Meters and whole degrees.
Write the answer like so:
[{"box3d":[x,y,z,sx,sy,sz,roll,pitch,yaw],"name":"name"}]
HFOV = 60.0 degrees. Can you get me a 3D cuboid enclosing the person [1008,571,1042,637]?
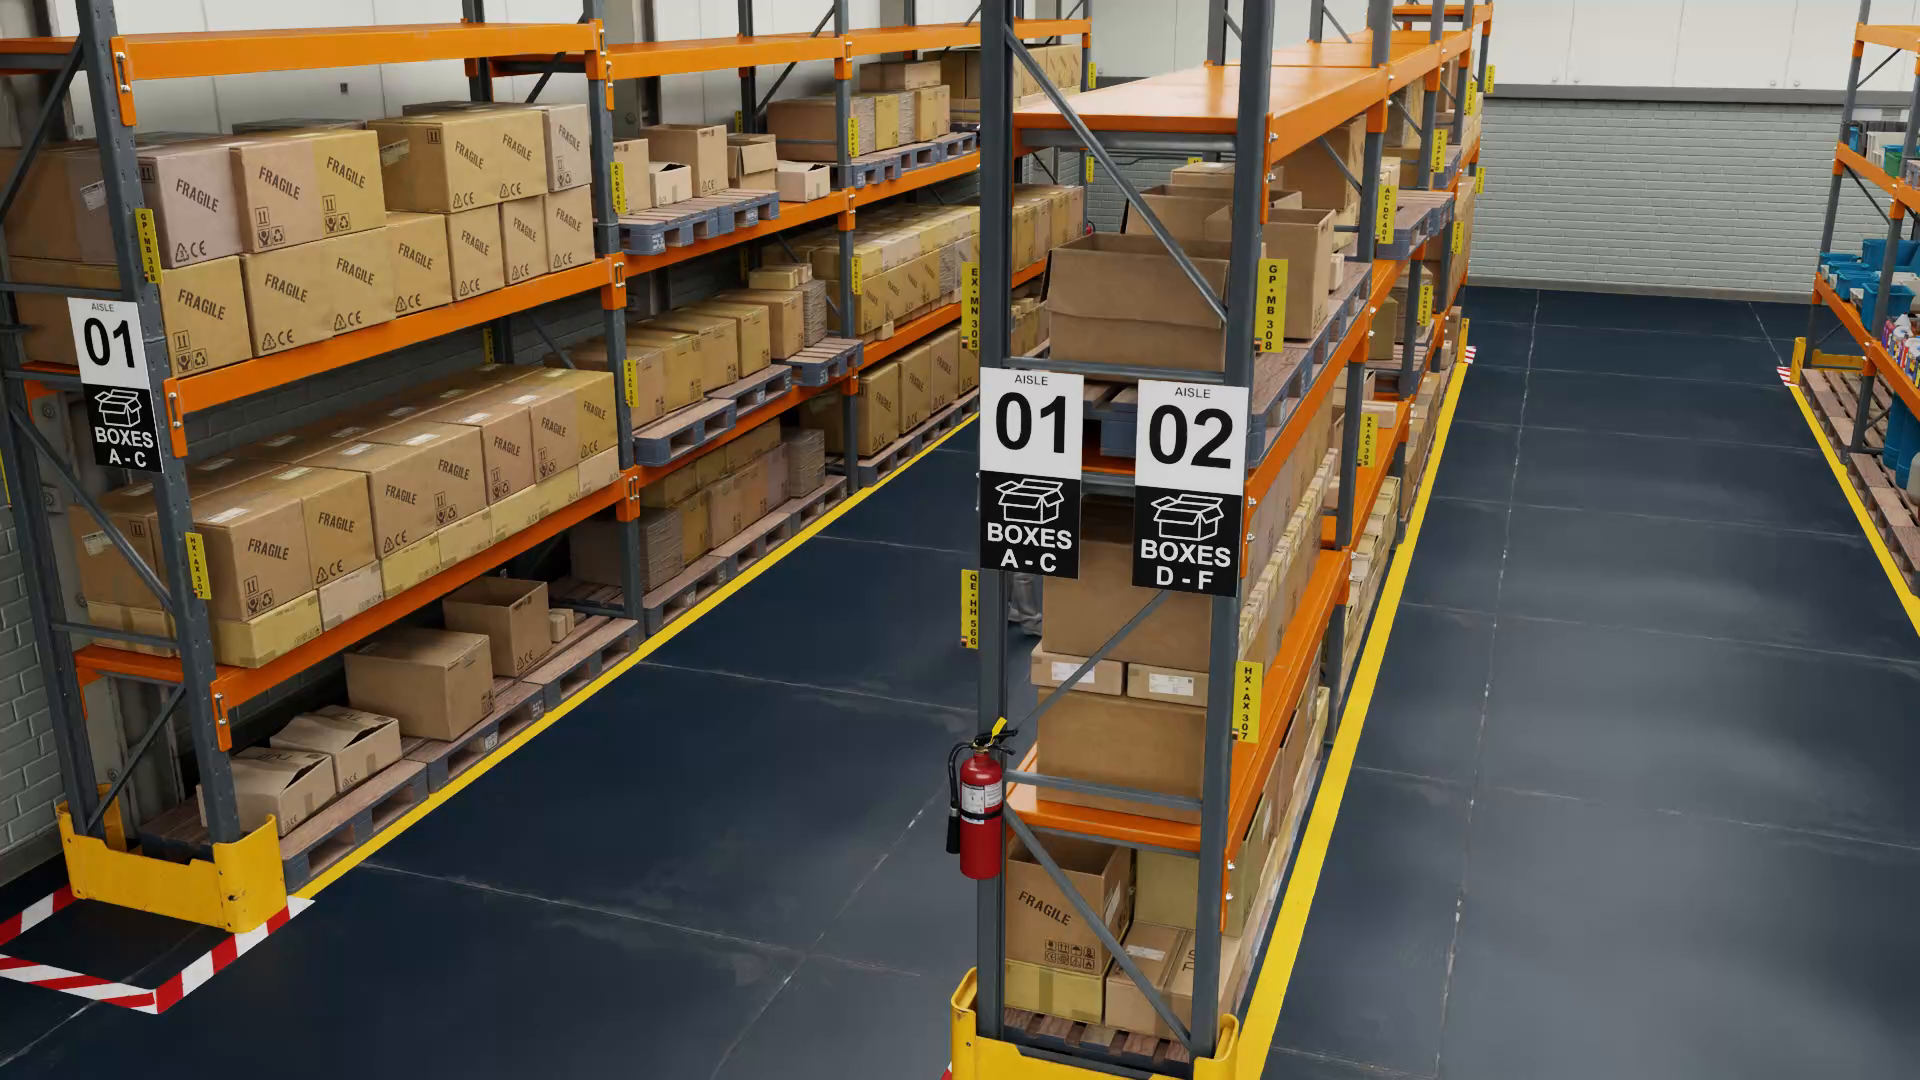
[{"box3d":[0.492,-0.212,12.119,0.590,1.766,0.575,3,19,8],"name":"person"}]
